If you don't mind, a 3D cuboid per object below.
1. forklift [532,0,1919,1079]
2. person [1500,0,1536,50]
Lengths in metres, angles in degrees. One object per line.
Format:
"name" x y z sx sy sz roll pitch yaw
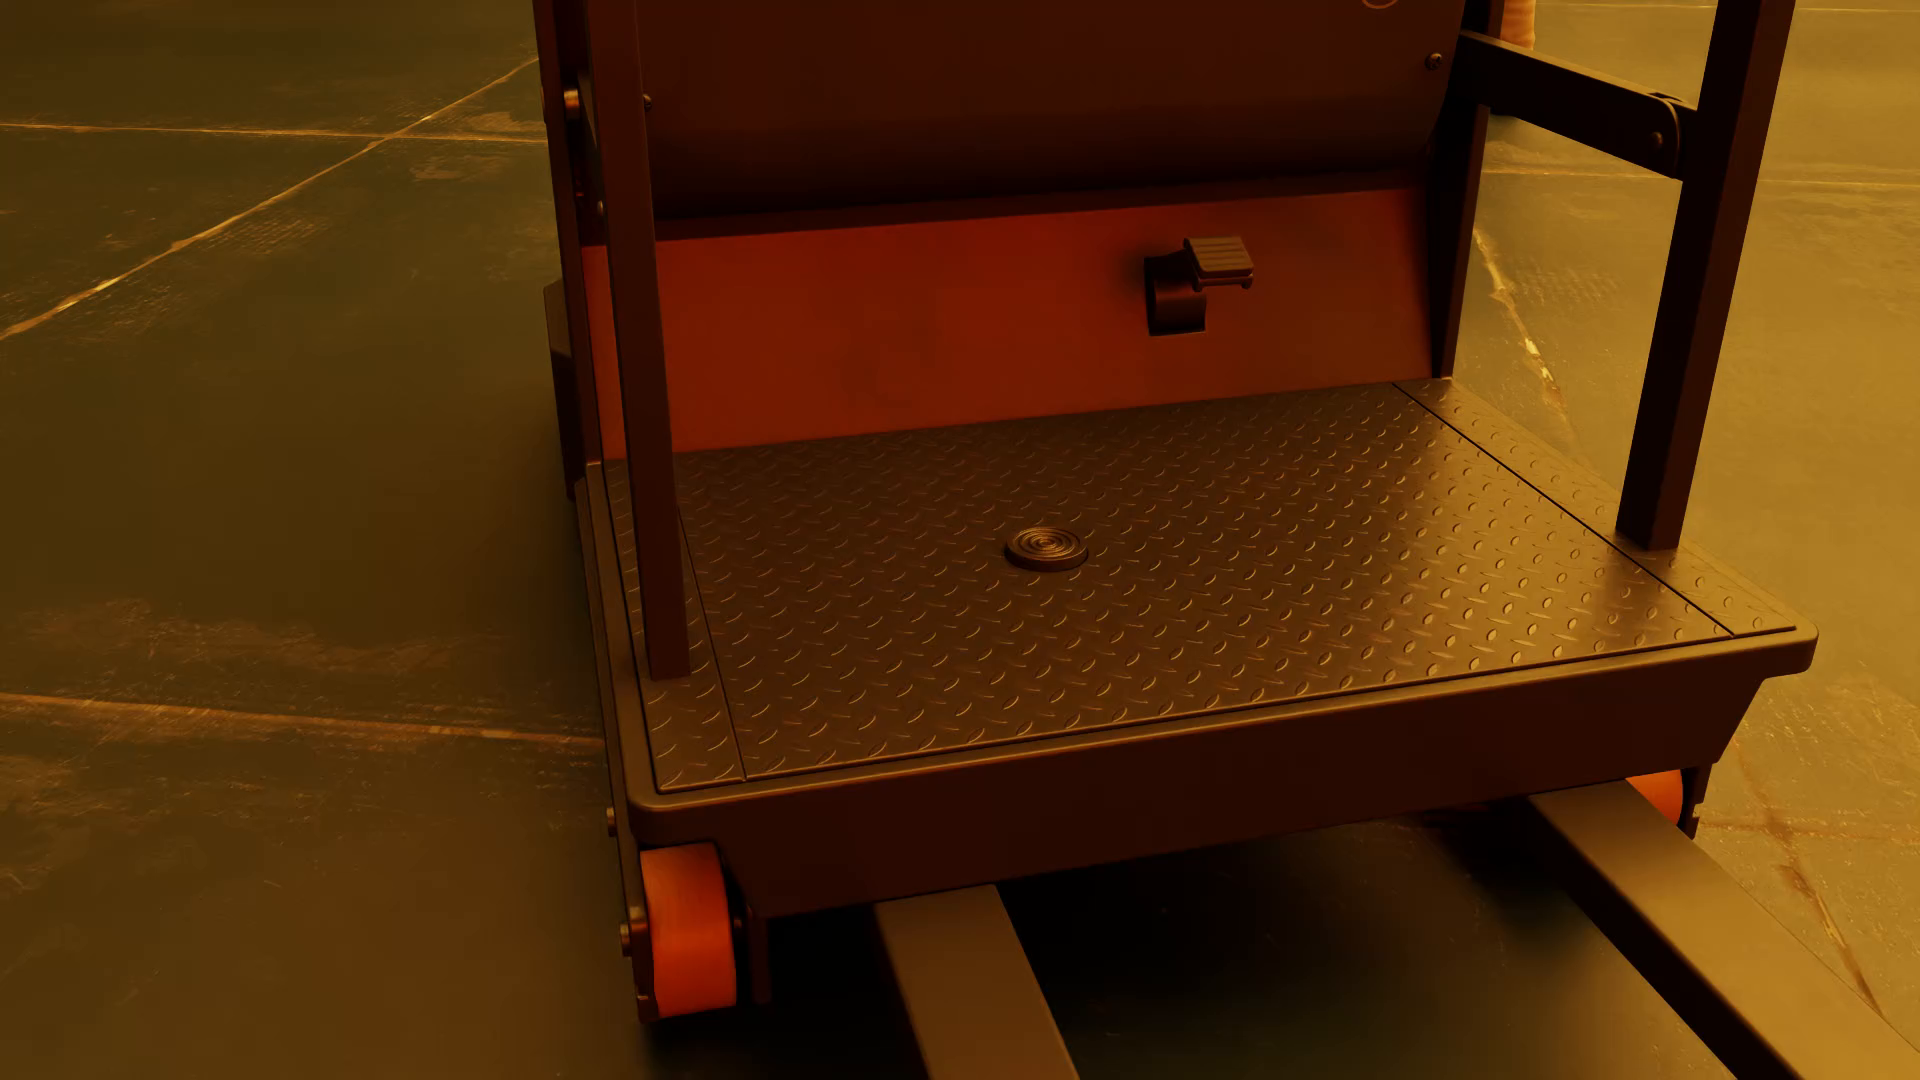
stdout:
"forklift" 0.153 -1.049 1.319 1.130 2.935 3.031 -7 27 -13
"person" 1.469 -2.109 4.774 0.642 1.729 0.550 1 27 3
